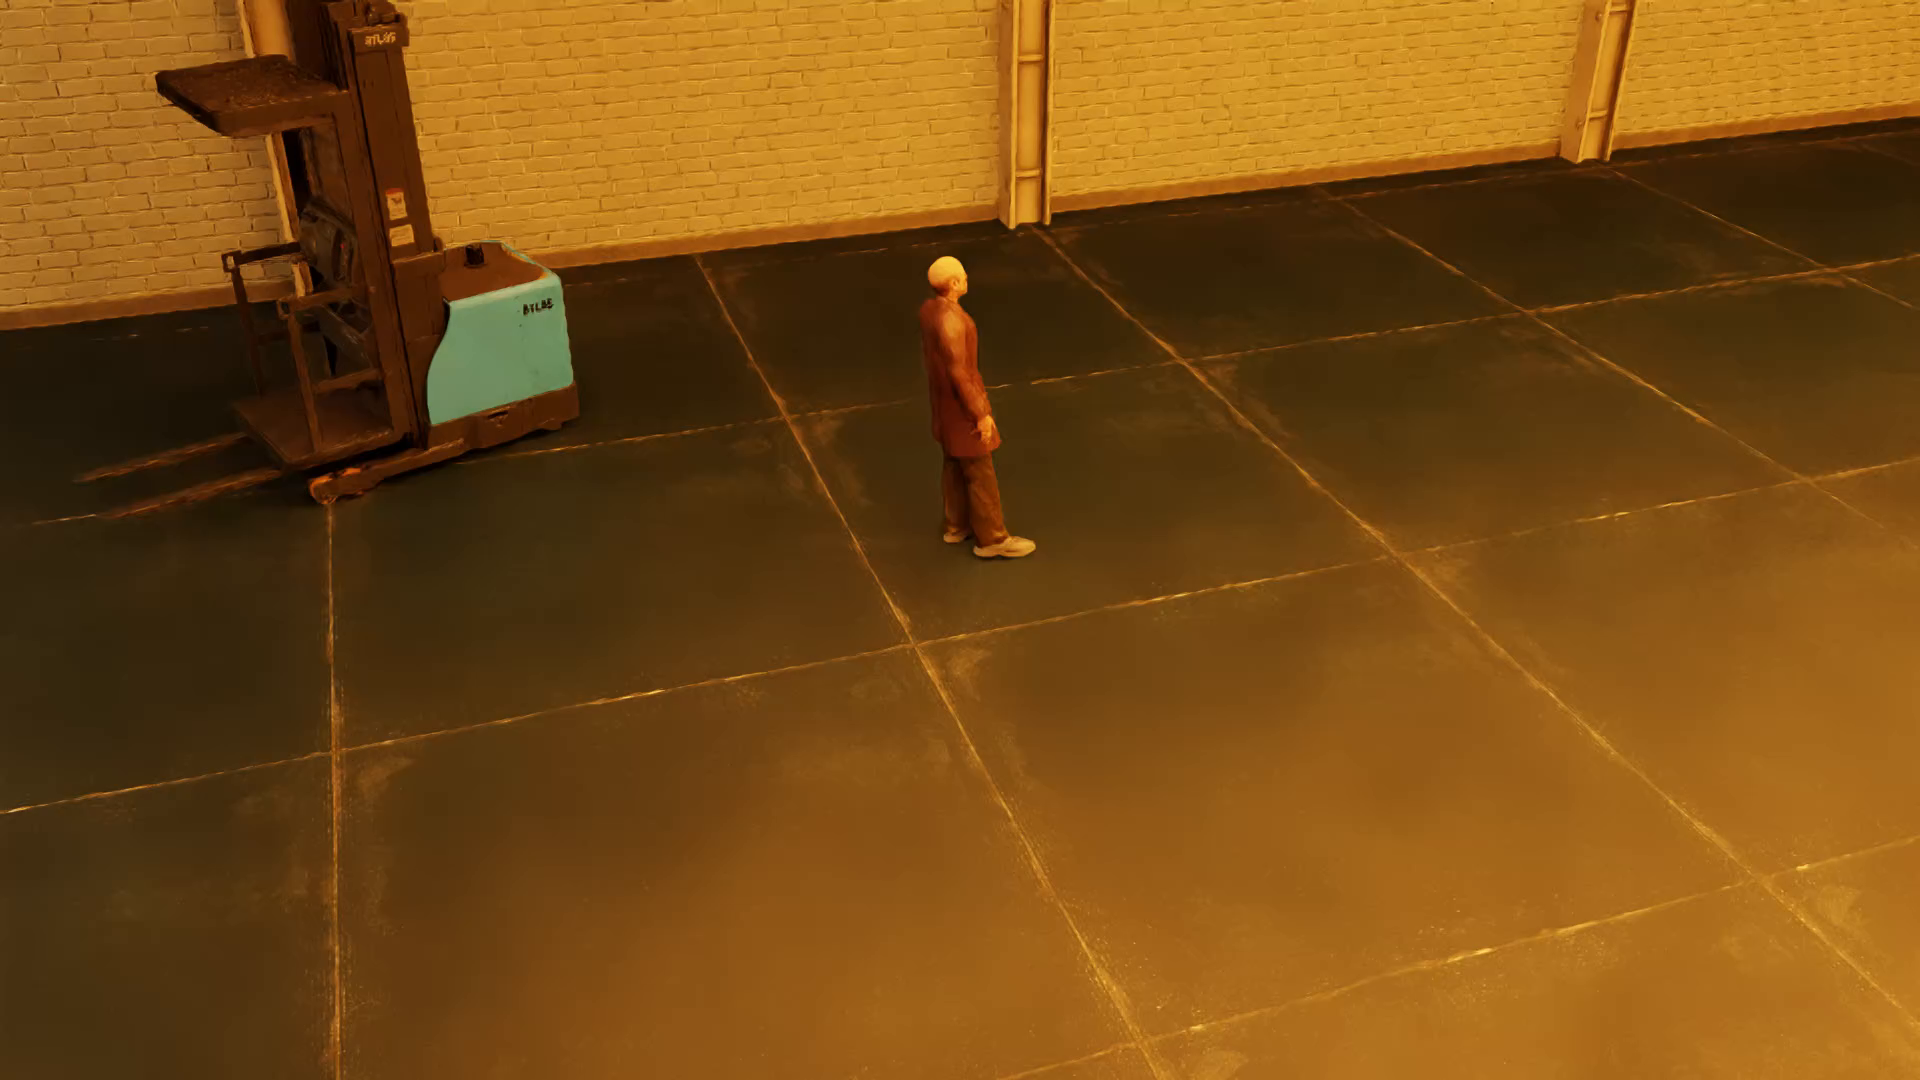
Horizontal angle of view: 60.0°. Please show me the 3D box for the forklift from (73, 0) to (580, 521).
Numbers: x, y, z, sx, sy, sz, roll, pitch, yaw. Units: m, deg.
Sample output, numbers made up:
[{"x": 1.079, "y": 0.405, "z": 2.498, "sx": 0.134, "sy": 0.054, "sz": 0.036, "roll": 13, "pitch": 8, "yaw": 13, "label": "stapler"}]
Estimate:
[{"x": -4.069, "y": -1.796, "z": 10.208, "sx": 3.031, "sy": 2.935, "sz": 1.130, "roll": -22, "pitch": 36, "yaw": -33, "label": "forklift"}]

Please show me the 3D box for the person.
[{"x": 0.091, "y": -0.789, "z": 9.601, "sx": 0.575, "sy": 1.776, "sz": 0.694, "roll": -10, "pitch": 31, "yaw": -16, "label": "person"}]
